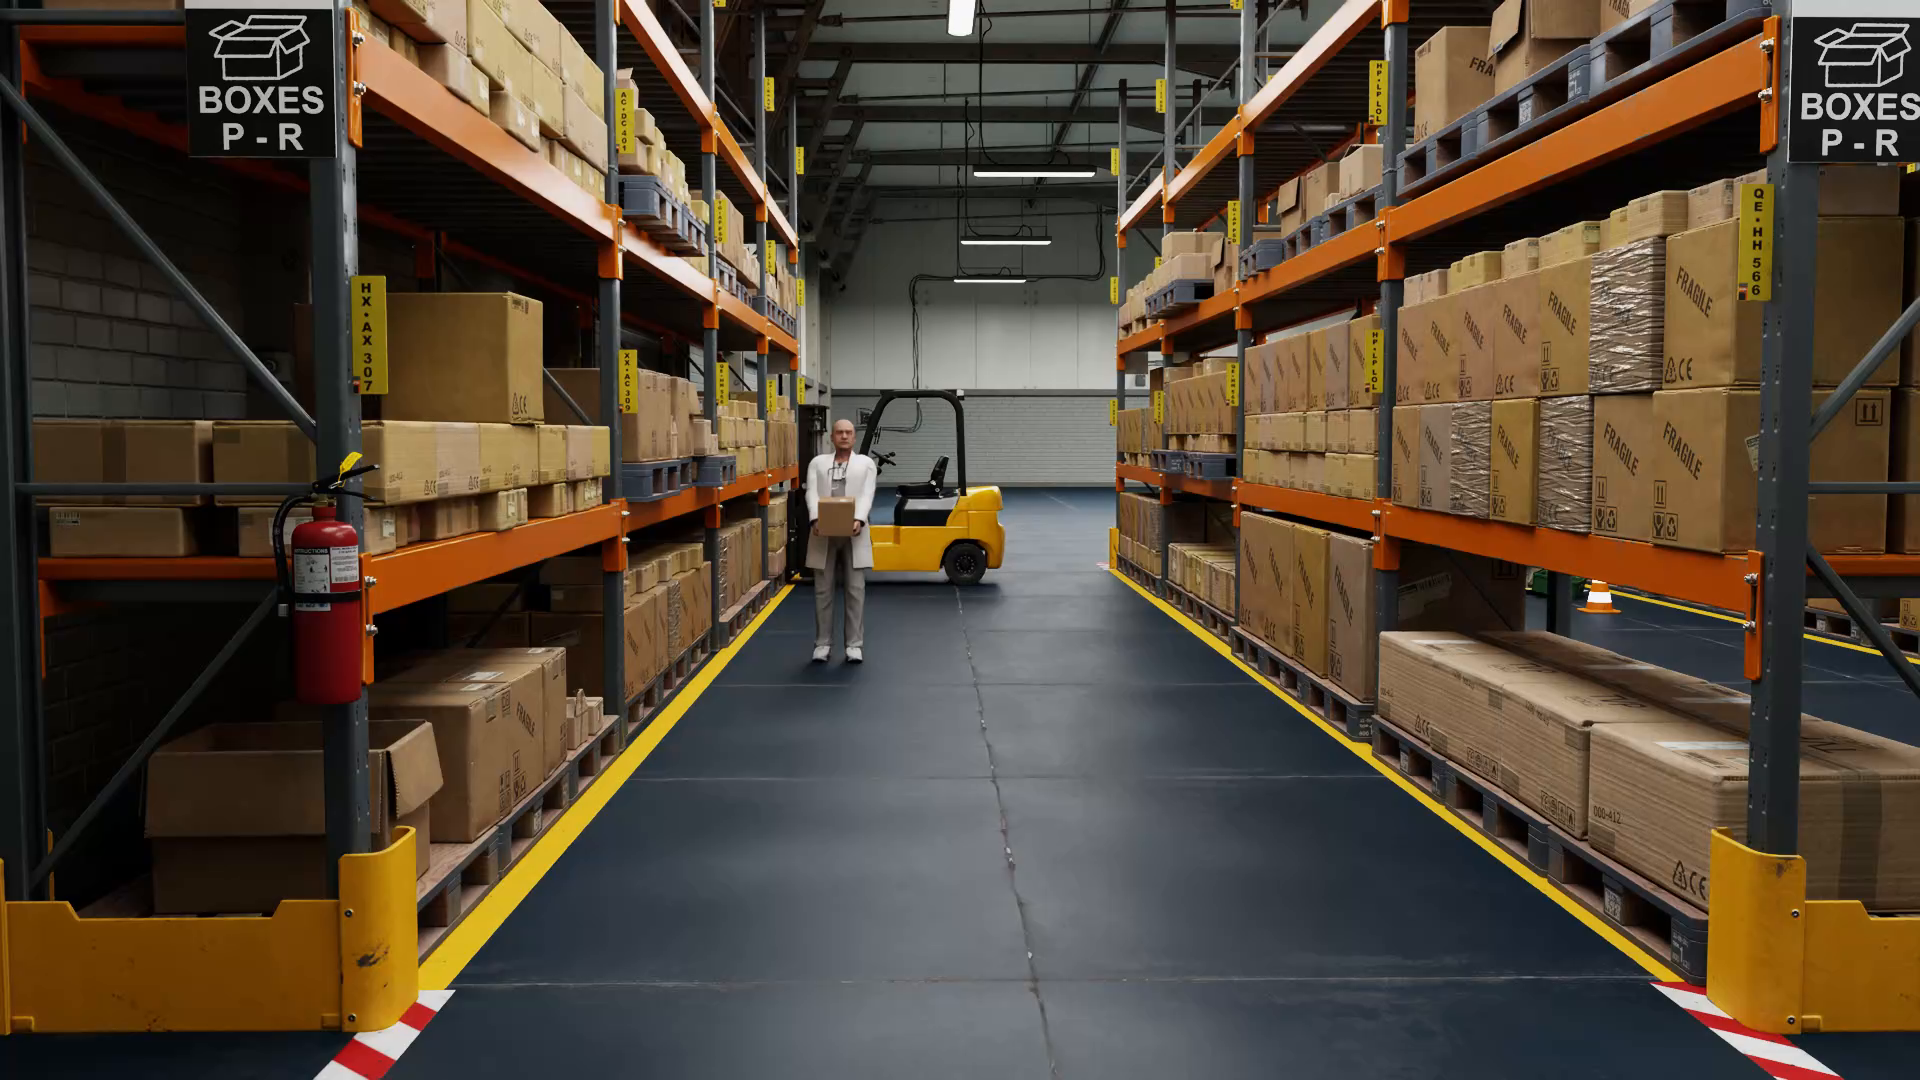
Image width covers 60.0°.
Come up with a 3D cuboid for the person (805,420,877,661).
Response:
[{"bbox_3d":[-0.878,0.004,12.181,0.530,1.769,0.563,0,4,0],"label":"person"}]
